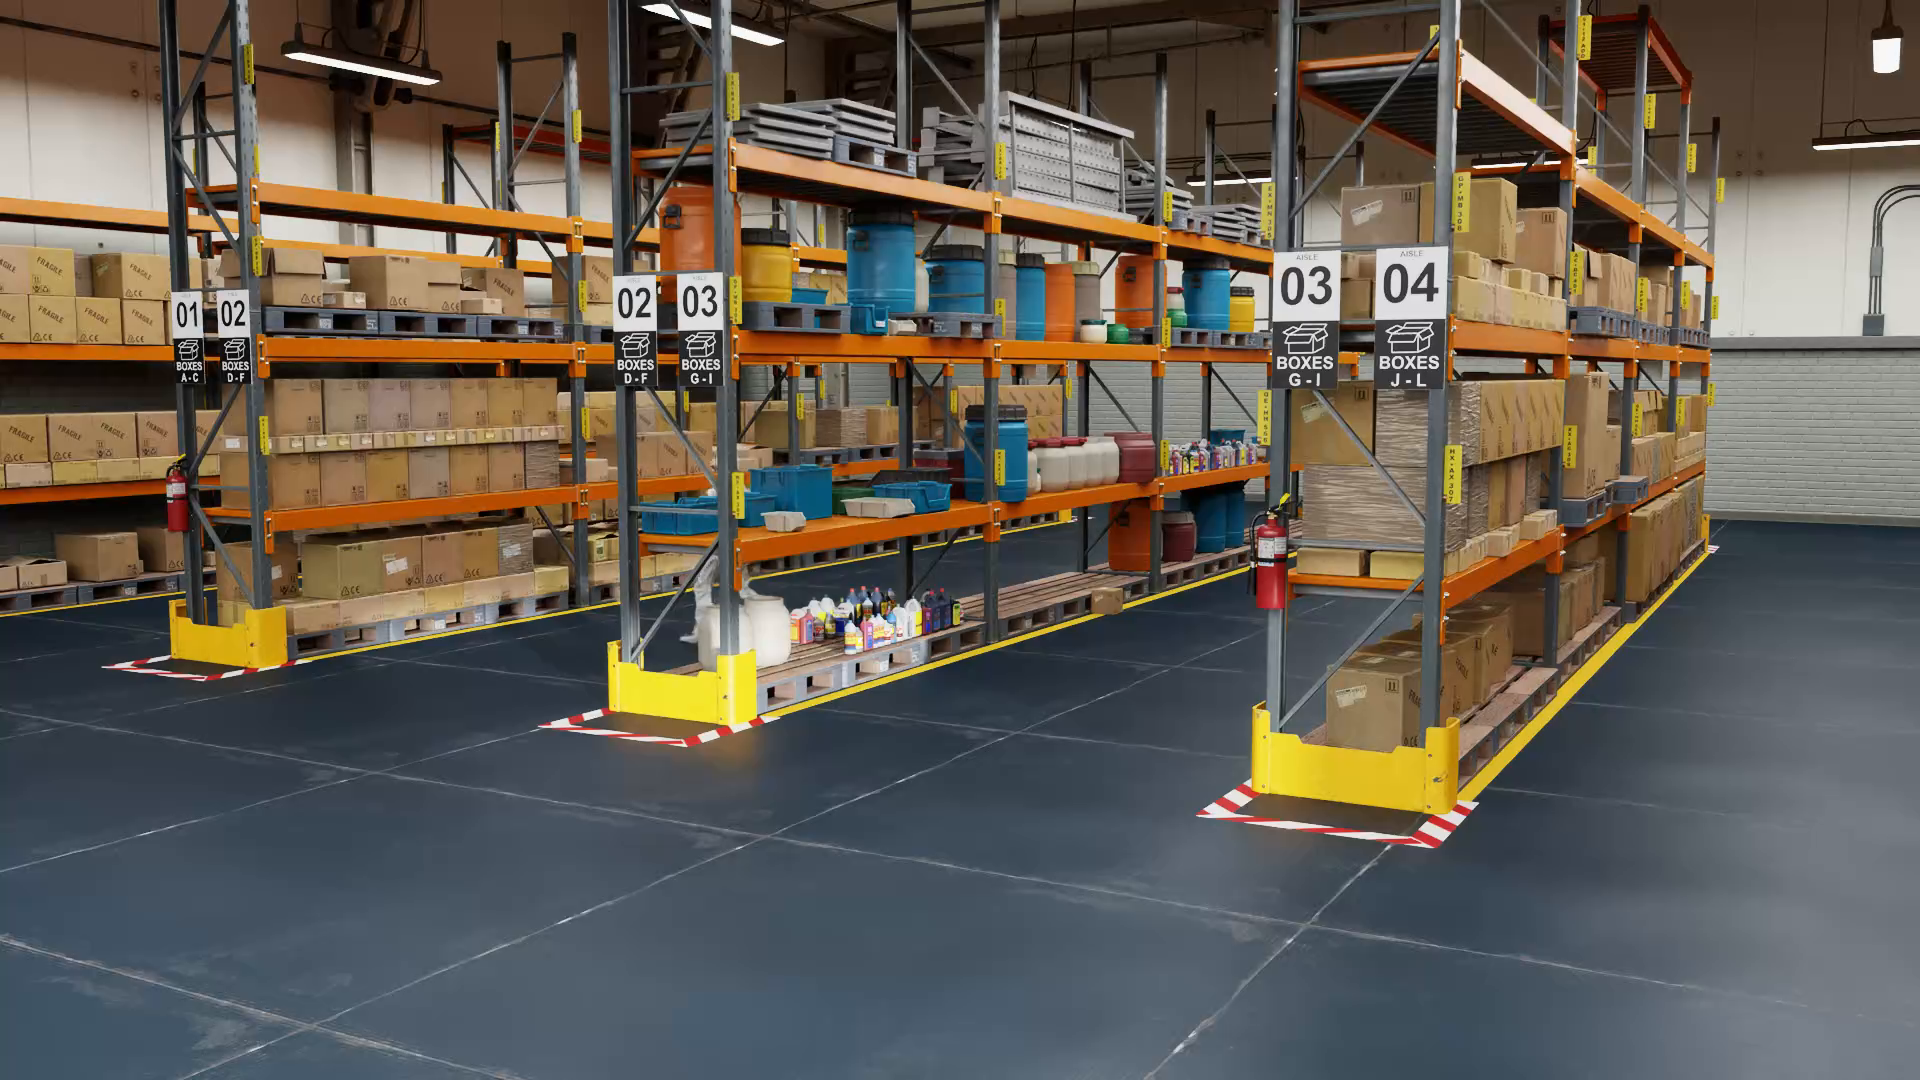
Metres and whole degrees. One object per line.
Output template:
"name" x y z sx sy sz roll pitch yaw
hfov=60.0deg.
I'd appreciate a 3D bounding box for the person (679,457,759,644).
"person" -2.146 0.082 15.341 0.606 1.738 1.062 4 7 32
